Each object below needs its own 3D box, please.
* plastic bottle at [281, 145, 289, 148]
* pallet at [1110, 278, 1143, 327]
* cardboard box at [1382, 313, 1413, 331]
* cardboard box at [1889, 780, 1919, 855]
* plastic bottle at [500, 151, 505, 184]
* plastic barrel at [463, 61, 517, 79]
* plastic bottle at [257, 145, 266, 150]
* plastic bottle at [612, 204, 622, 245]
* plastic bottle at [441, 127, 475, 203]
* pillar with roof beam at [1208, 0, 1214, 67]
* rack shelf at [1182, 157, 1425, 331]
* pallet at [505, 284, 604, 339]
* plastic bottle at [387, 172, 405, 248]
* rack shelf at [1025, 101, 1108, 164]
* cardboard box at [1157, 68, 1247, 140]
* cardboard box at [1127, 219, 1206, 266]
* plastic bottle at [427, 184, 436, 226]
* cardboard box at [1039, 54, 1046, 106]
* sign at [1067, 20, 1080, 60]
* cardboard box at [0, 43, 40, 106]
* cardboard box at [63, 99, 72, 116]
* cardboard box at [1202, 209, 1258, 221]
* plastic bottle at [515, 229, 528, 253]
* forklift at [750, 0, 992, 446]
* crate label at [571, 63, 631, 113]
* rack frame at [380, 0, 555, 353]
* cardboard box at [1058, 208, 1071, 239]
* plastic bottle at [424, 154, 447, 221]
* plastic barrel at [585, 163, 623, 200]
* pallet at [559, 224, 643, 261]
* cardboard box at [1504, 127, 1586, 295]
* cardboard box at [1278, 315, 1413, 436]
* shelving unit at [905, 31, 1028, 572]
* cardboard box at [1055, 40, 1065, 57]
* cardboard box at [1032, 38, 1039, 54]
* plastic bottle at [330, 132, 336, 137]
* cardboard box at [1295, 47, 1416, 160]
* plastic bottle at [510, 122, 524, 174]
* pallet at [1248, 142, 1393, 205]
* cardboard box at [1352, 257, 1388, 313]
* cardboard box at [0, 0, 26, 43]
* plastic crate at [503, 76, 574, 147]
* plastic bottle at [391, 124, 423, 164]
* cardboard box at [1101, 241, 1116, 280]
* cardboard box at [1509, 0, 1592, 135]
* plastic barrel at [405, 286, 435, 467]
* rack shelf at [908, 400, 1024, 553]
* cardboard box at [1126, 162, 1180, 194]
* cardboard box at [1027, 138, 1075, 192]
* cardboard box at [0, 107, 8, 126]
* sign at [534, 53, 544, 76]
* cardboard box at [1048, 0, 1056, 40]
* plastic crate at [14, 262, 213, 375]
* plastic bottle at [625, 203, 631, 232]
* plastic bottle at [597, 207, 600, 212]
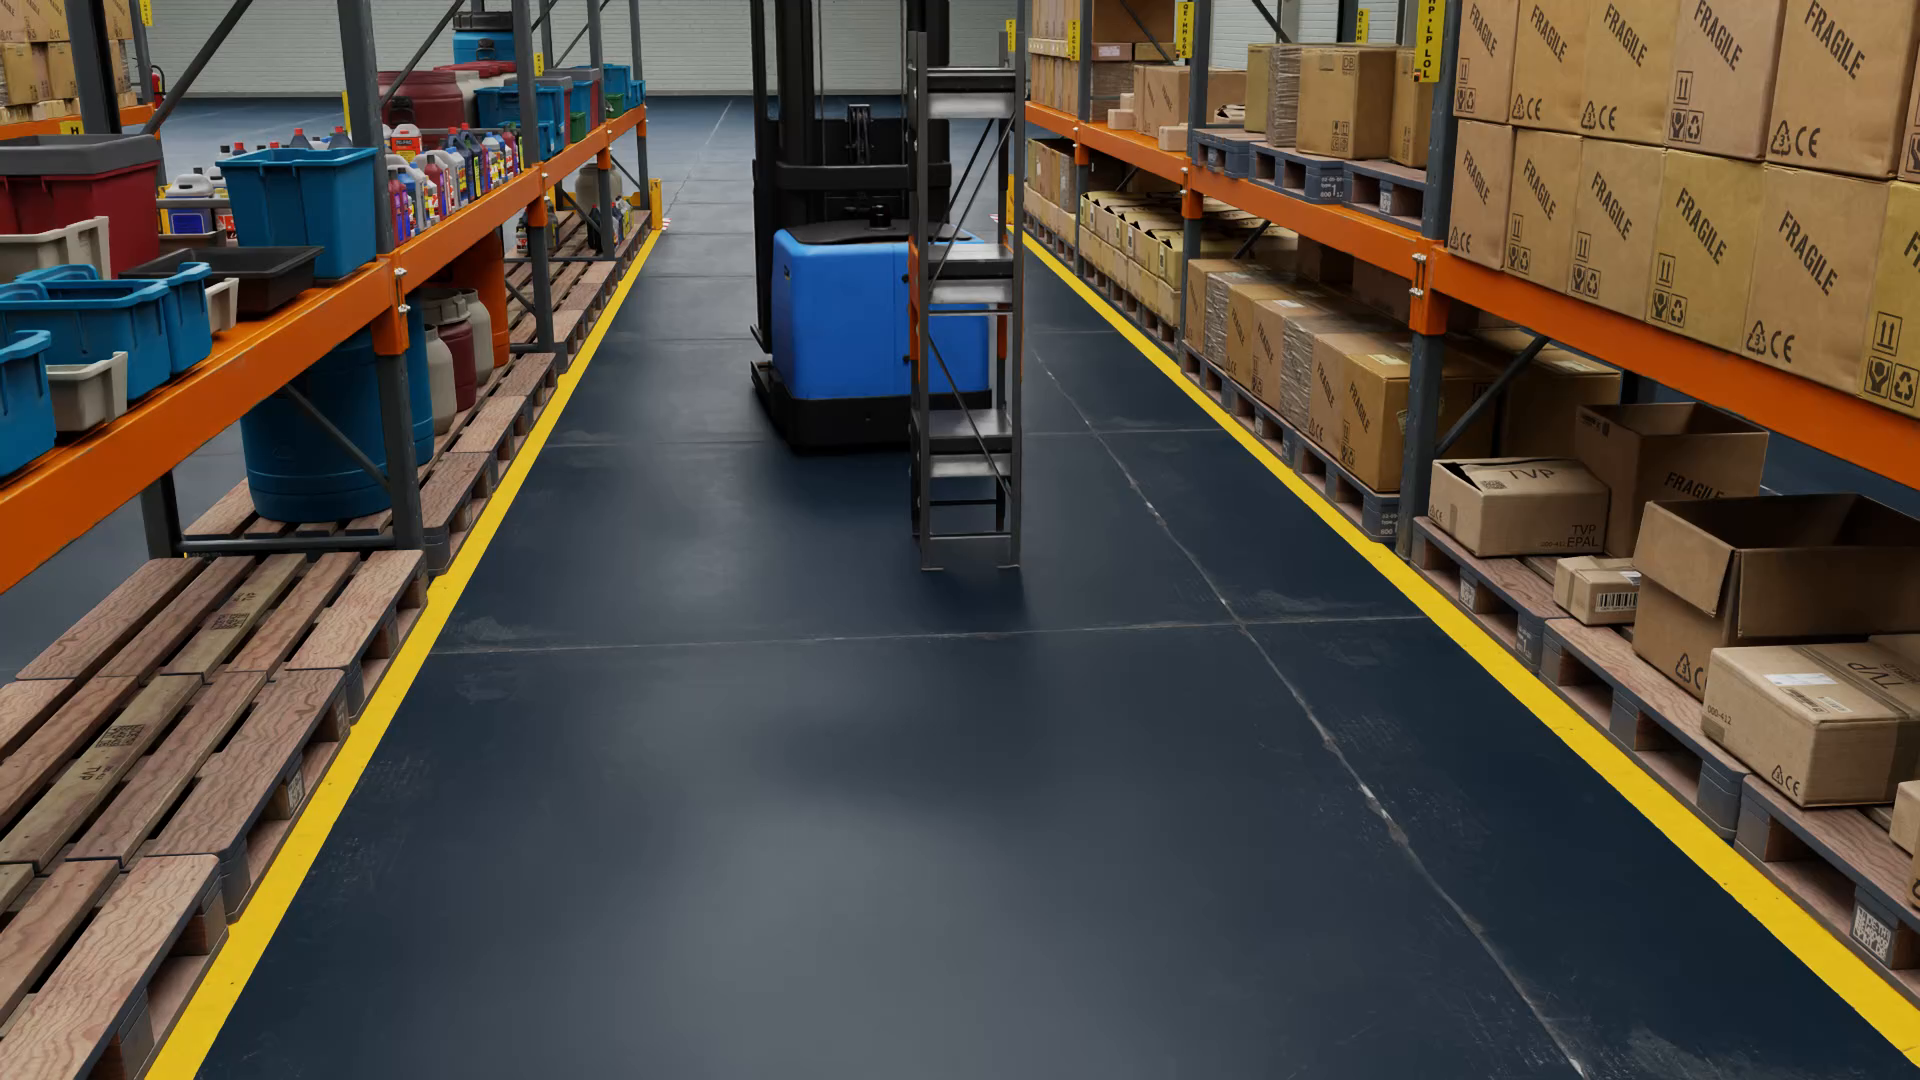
[{"bbox_3d":[-3.157,-1.705,7.794,0.061,0.283,0.133,-2,18,-6],"label":"plastic bottle"},{"bbox_3d":[1.748,-1.839,12.684,1.003,0.211,1.213,-2,18,-6],"label":"pallet"},{"bbox_3d":[2.412,-0.846,8.301,0.500,0.500,0.500,-2,17,-5],"label":"cardboard box"},{"bbox_3d":[2.489,0.687,3.977,0.380,0.166,0.250,-2,18,-6],"label":"cardboard box"},{"bbox_3d":[-2.496,-2.016,8.922,0.097,0.201,0.097,0,17,0],"label":"plastic bottle"},{"bbox_3d":[-3.542,-3.374,12.688,0.433,0.535,0.433,0,17,0],"label":"plastic barrel"},{"bbox_3d":[-2.874,-1.462,6.907,0.144,0.351,0.185,-2,18,-6],"label":"plastic bottle"},{"bbox_3d":[-3.093,-2.800,14.775,0.144,0.351,0.185,-1,17,-4],"label":"plastic bottle"},{"bbox_3d":[-2.418,-1.794,7.965,0.144,0.351,0.185,-2,18,-6],"label":"plastic bottle"},{"bbox_3d":[0.813,-13.009,33.589,9.100,9.000,0.400,-2,18,-6],"label":"pillar with roof beam"},{"bbox_3d":[2.123,-1.622,8.535,1.077,0.370,4.000,-2,18,-6],"label":"rack shelf"},{"bbox_3d":[-3.174,-1.673,12.154,1.003,0.211,1.213,-2,18,-6],"label":"pallet"},{"bbox_3d":[-2.211,-1.284,6.453,0.061,0.283,0.133,-2,18,-6],"label":"plastic bottle"},{"bbox_3d":[1.298,-4.005,16.127,1.077,0.370,4.000,-2,18,-6],"label":"rack shelf"},{"bbox_3d":[1.728,-3.108,11.901,0.500,0.500,0.500,-3,18,-9],"label":"cardboard box"},{"bbox_3d":[1.509,-2.170,12.035,0.500,0.311,0.500,-2,18,-6],"label":"cardboard box"},{"bbox_3d":[-2.299,-1.445,7.105,0.097,0.201,0.097,0,17,0],"label":"plastic bottle"},{"bbox_3d":[1.186,-4.696,16.960,0.700,0.500,0.500,-1,17,-4],"label":"cardboard box"},{"bbox_3d":[0.953,-4.186,13.924,0.100,0.325,0.005,-2,18,-6],"label":"sign"},{"bbox_3d":[-8.351,-3.923,14.002,0.875,0.500,0.500,-2,18,-6],"label":"cardboard box"},{"bbox_3d":[-8.311,-3.921,15.077,0.380,0.149,0.250,-2,18,-6],"label":"cardboard box"},{"bbox_3d":[1.989,-2.343,12.586,0.500,0.311,0.500,-2,18,-6],"label":"cardboard box"},{"bbox_3d":[-3.770,-2.574,14.305,0.097,0.201,0.097,0,17,0],"label":"plastic bottle"},{"bbox_3d":[-0.654,-2.279,9.544,1.130,2.935,3.031,-4,18,-12],"label":"forklift"},{"bbox_3d":[-3.376,-4.269,15.708,0.502,0.435,0.616,-2,18,-6],"label":"crate label"},{"bbox_3d":[-3.010,-2.409,9.842,1.000,3.000,0.127,-2,18,-6],"label":"rack frame"},{"bbox_3d":[1.198,-2.922,15.365,0.500,0.250,0.500,-2,18,-6],"label":"cardboard box"},{"bbox_3d":[-2.303,-1.548,7.296,0.061,0.283,0.133,-2,18,-6],"label":"plastic bottle"},{"bbox_3d":[-3.691,-3.612,17.126,0.421,0.512,0.421,0,17,0],"label":"plastic barrel"},{"bbox_3d":[-3.580,-2.836,15.857,1.003,0.211,1.213,-2,18,-6],"label":"pallet"},{"bbox_3d":[2.167,-1.104,5.519,0.500,0.500,0.500,-1,17,-5],"label":"cardboard box"},{"bbox_3d":[1.900,-0.821,8.224,0.500,0.500,0.500,-2,17,-5],"label":"cardboard box"},{"bbox_3d":[0.017,-0.952,6.705,0.431,2.100,0.503,-2,18,-6],"label":"shelving unit"},{"bbox_3d":[1.104,-4.641,15.703,0.380,0.149,0.250,-1,17,-4],"label":"cardboard box"},{"bbox_3d":[0.948,-5.099,17.162,0.380,0.149,0.250,-2,18,-7],"label":"cardboard box"},{"bbox_3d":[-3.247,-1.966,8.627,0.061,0.283,0.133,-2,18,-6],"label":"plastic bottle"},{"bbox_3d":[2.086,-2.141,8.122,0.700,0.500,0.500,-6,19,-20],"label":"cardboard box"},{"bbox_3d":[-2.544,-2.246,9.517,0.061,0.283,0.133,-2,18,-6],"label":"plastic bottle"},{"bbox_3d":[2.122,-1.890,8.509,1.003,0.211,1.213,-2,18,-6],"label":"pallet"},{"bbox_3d":[2.367,-1.343,8.634,0.500,0.250,0.500,-2,18,-7],"label":"cardboard box"},{"bbox_3d":[-8.196,-4.405,13.867,0.500,0.500,0.500,-2,18,-6],"label":"cardboard box"},{"bbox_3d":[-2.872,-2.930,11.396,0.402,0.464,0.583,-2,18,-6],"label":"plastic crate"},{"bbox_3d":[-3.136,-2.215,9.433,0.152,0.276,0.135,-2,18,-6],"label":"plastic bottle"},{"bbox_3d":[1.407,-2.206,13.087,0.500,0.250,0.500,-2,18,-7],"label":"cardboard box"},{"bbox_3d":[2.152,-1.591,5.400,0.500,0.500,0.500,-2,18,-7],"label":"cardboard box"},{"bbox_3d":[-2.710,-0.790,7.487,0.600,0.901,0.708,-2,18,-6],"label":"plastic barrel"},{"bbox_3d":[0.017,-0.272,6.919,0.431,0.518,0.480,-2,18,-6],"label":"rack shelf"},{"bbox_3d":[1.768,-3.147,14.829,0.500,0.500,0.500,-2,18,-6],"label":"cardboard box"},{"bbox_3d":[0.980,-3.875,17.149,0.500,0.500,0.500,-2,18,-6],"label":"cardboard box"},{"bbox_3d":[-8.085,-3.476,13.660,0.380,0.149,0.250,-2,18,-6],"label":"cardboard box"},{"bbox_3d":[-4.383,-4.909,17.342,0.100,0.325,0.005,-2,18,-6],"label":"sign"},{"bbox_3d":[1.245,-5.149,16.237,0.700,0.500,0.500,-2,18,-5],"label":"cardboard box"},{"bbox_3d":[-2.050,-0.539,4.067,0.416,0.233,0.300,-2,18,-6],"label":"plastic crate"},{"bbox_3d":[-3.197,-3.052,15.702,0.152,0.276,0.135,-2,18,-7],"label":"plastic bottle"},{"bbox_3d":[-3.301,-2.935,15.331,0.152,0.276,0.135,-2,18,-6],"label":"plastic bottle"}]
